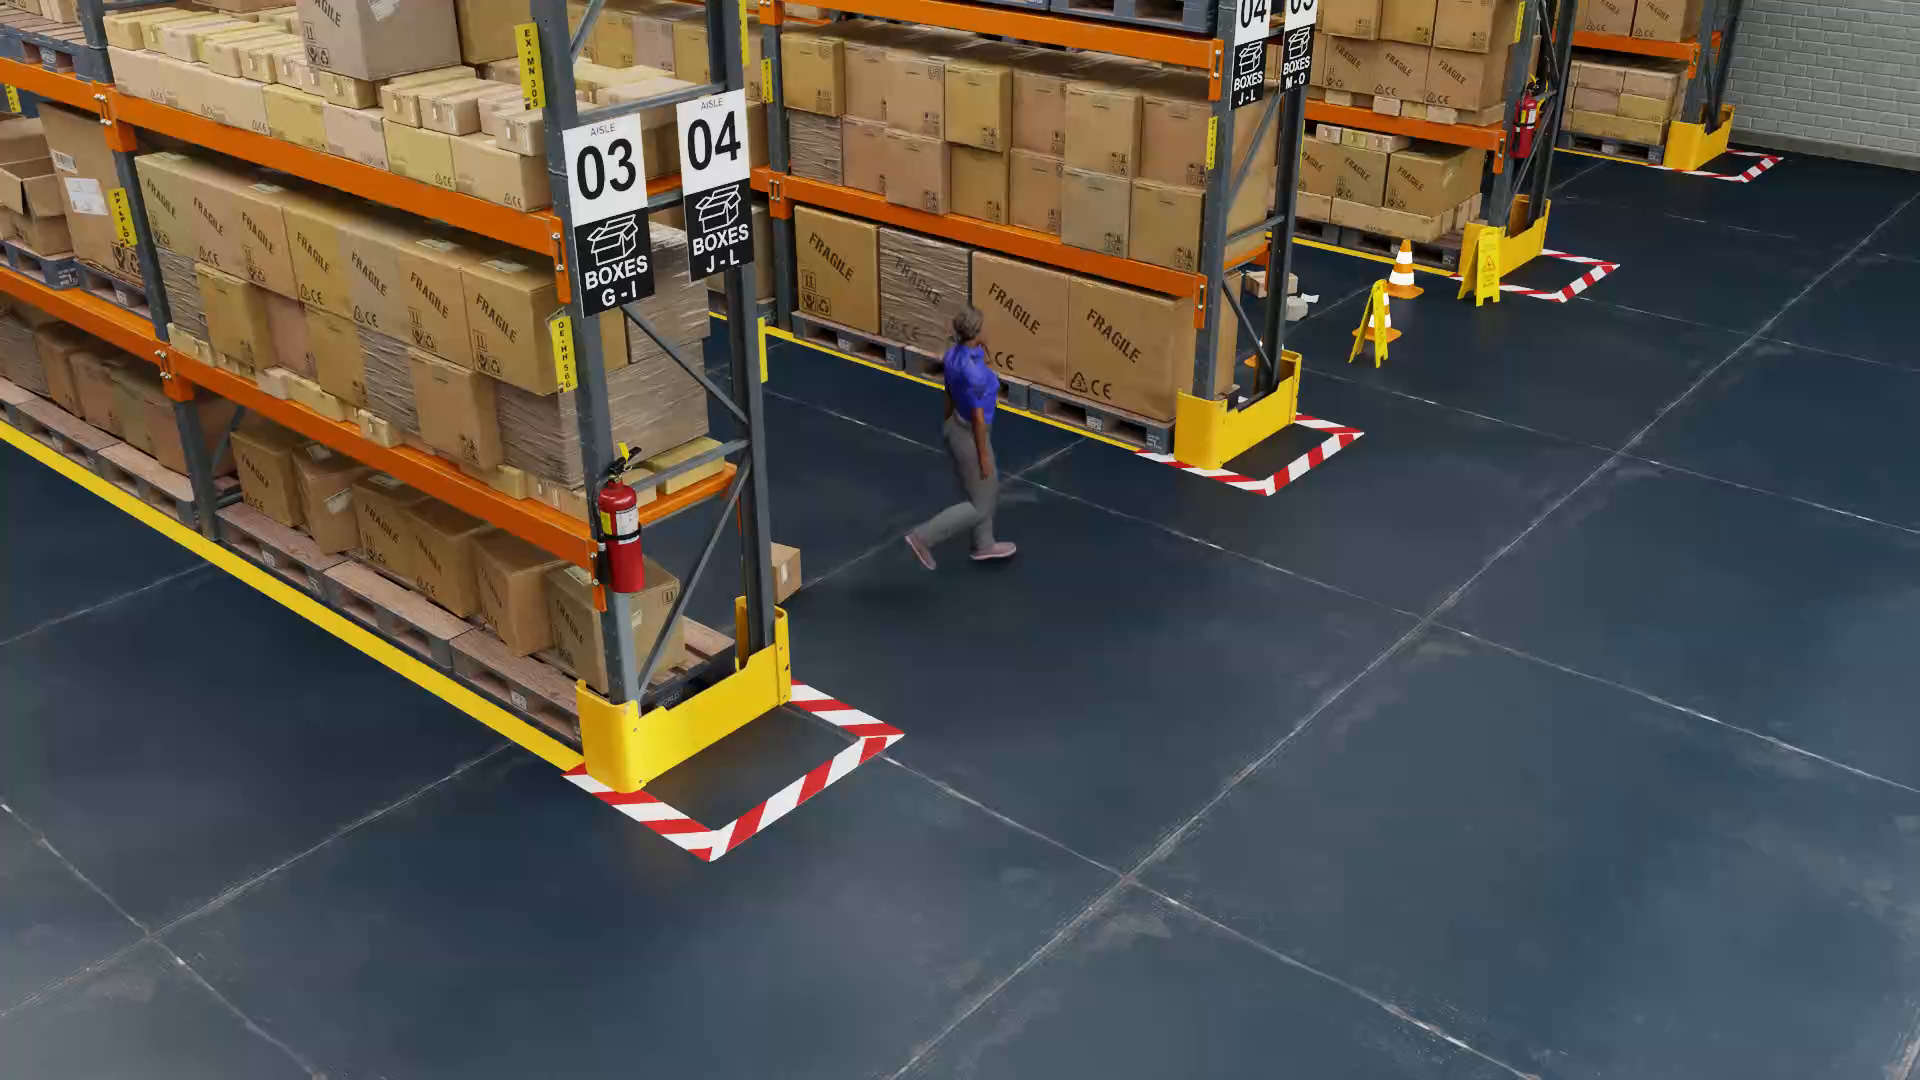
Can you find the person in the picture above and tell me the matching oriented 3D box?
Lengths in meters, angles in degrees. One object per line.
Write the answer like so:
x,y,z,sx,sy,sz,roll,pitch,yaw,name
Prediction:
0.003,-0.573,9.692,0.753,1.626,0.448,-9,29,-16,person
